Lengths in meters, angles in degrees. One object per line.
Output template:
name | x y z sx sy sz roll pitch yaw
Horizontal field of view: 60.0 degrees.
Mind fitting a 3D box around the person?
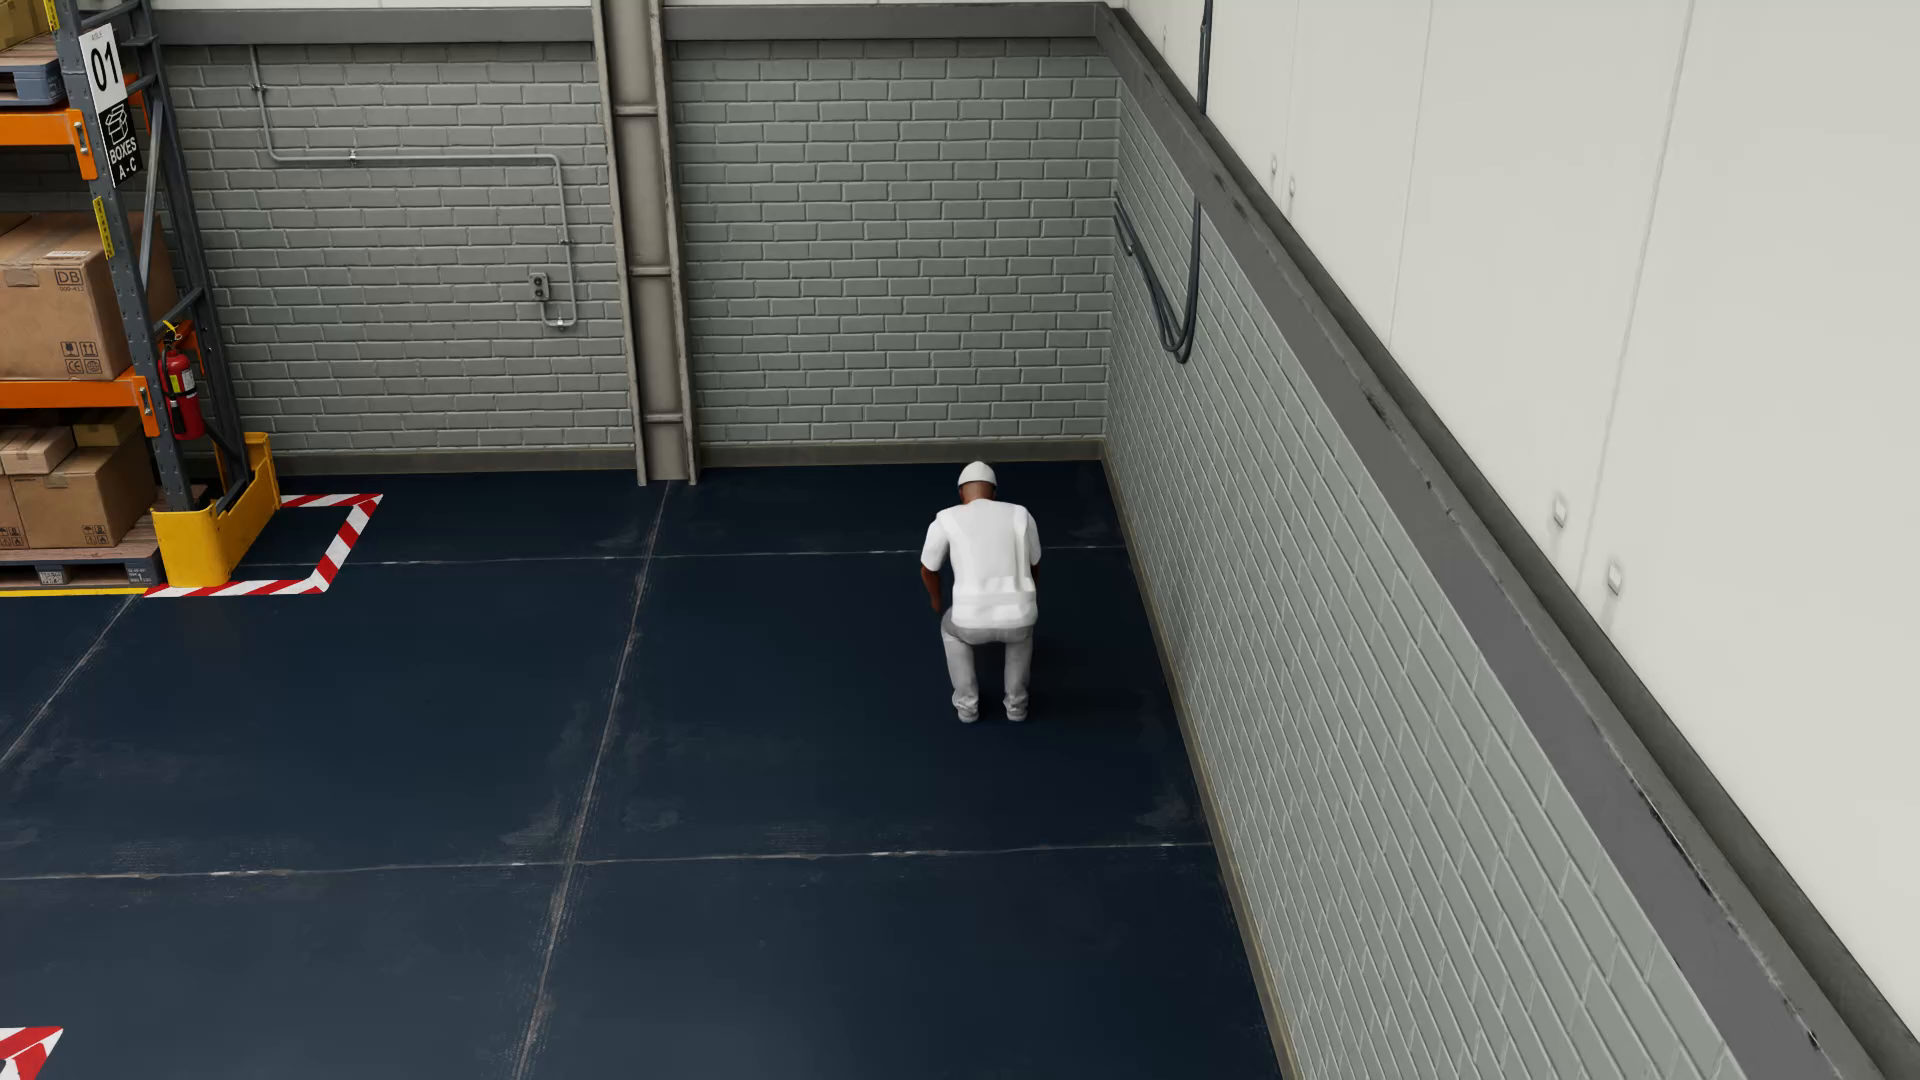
person | 0.115 0.296 8.578 0.626 1.257 0.823 -1 27 -3
